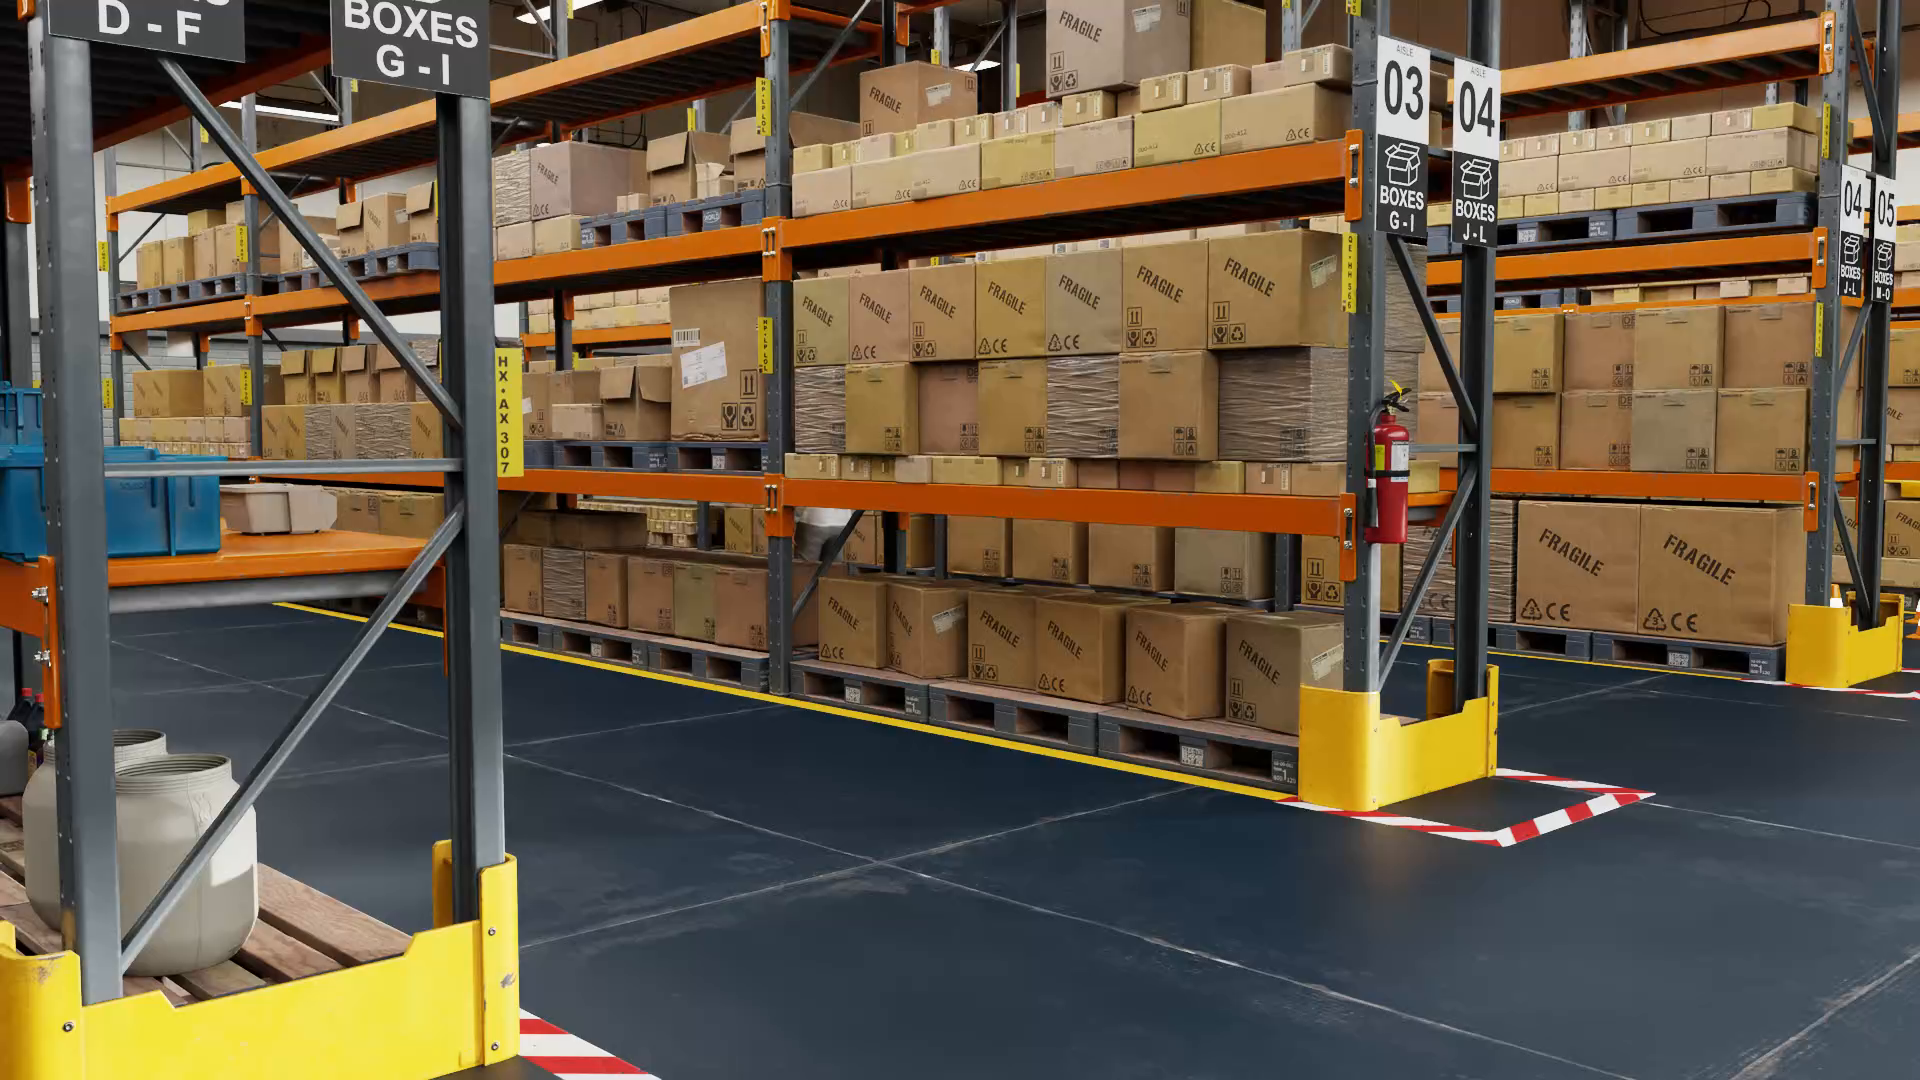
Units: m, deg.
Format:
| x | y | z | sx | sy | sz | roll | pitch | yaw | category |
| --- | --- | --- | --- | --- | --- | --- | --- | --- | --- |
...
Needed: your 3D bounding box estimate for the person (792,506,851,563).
| x | y | z | sx | sy | sz | roll | pitch | yaw | category |
| --- | --- | --- | --- | --- | --- | --- | --- | --- | --- |
| -1.072 | -0.134 | 12.554 | 0.465 | 1.770 | 0.590 | 4 | 5 | 42 | person |
